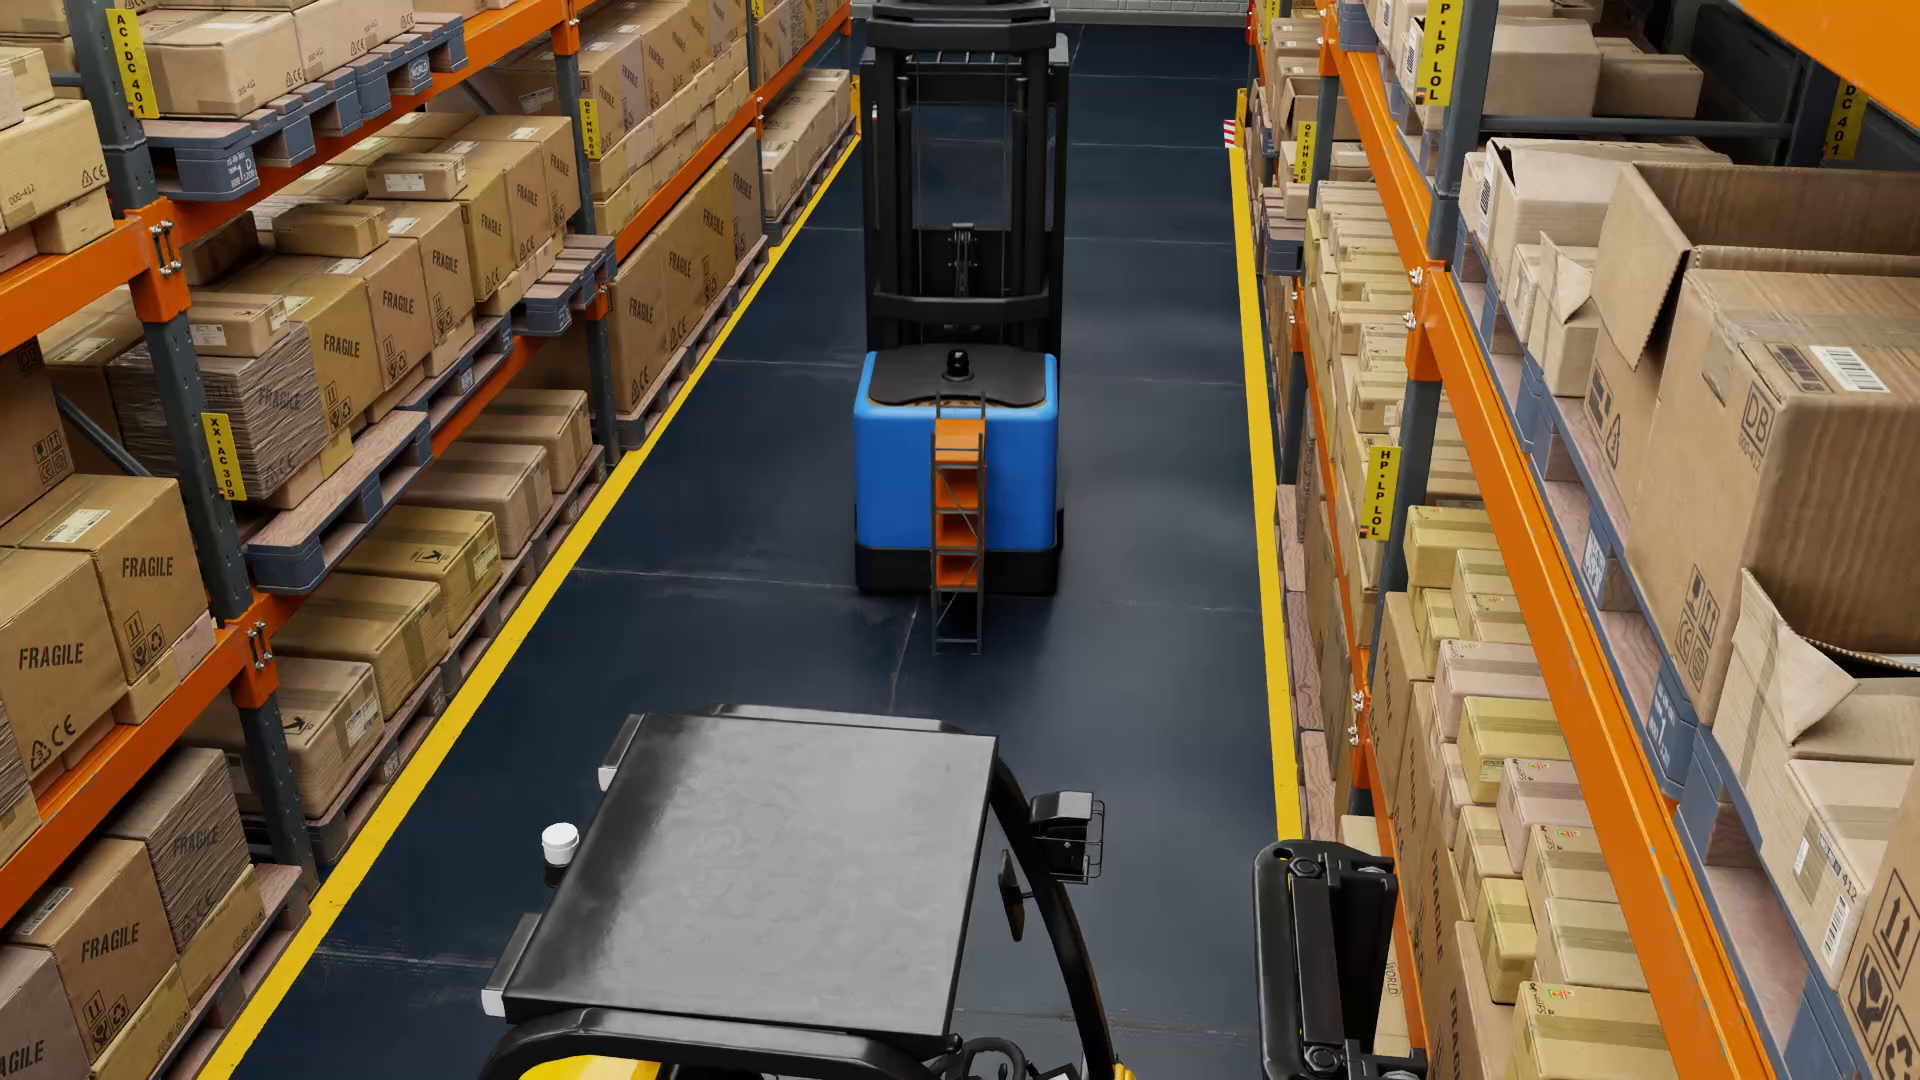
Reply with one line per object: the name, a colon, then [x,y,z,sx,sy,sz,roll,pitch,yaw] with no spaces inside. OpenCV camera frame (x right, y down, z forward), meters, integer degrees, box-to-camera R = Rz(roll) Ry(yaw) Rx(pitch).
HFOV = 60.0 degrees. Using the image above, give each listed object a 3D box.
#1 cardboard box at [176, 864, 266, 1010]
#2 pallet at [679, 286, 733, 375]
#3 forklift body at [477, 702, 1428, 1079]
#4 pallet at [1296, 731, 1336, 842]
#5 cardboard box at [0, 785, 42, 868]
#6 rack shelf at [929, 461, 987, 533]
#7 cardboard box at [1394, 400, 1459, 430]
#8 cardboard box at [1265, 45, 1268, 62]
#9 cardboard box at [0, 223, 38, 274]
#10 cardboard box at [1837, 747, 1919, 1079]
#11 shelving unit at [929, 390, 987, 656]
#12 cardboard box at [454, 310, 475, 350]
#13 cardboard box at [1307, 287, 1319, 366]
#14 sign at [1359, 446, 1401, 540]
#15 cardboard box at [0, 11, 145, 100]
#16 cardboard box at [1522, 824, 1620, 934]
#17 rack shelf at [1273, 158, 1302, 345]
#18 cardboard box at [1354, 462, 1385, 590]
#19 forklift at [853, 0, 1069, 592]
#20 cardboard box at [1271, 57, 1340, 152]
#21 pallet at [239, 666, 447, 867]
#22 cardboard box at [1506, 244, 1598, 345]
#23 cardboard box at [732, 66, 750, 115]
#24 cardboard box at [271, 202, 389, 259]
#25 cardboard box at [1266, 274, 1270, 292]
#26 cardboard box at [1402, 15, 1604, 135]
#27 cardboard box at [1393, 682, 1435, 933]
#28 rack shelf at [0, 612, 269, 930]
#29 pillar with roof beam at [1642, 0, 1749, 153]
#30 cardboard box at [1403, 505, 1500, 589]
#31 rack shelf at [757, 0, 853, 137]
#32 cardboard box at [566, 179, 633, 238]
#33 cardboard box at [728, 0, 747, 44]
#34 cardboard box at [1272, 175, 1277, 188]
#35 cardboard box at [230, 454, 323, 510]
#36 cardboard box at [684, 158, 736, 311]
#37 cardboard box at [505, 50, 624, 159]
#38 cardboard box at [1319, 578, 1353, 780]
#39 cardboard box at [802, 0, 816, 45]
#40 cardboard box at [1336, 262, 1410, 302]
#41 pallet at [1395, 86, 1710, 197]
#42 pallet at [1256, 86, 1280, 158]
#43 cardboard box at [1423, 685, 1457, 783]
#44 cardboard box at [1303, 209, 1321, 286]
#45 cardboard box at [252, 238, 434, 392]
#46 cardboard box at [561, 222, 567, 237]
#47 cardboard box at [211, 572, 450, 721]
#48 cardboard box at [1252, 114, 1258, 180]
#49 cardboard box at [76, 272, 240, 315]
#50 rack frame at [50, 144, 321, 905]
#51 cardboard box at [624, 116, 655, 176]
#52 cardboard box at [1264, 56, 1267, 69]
cardboard box: [-2.872,1.389,5.965,0.500,0.250,0.500,5,29,9]
pallet: [-2.252,-1.525,11.858,1.003,0.211,1.213,3,28,6]
forklift body: [-0.208,1.614,3.986,2.313,2.155,1.214,3,28,6]
pallet: [1.912,1.235,6.735,1.003,0.211,1.213,3,28,6]
cardboard box: [-2.924,0.828,4.816,0.380,0.149,0.250,3,28,5]
rack shelf: [-0.006,-0.216,8.055,0.258,0.148,0.480,1,28,2]
cardboard box: [1.778,-0.382,6.007,0.380,0.149,0.250,3,28,6]
cardboard box: [2.708,-3.965,13.292,0.500,0.250,0.500,3,29,6]
cardboard box: [-2.920,-0.860,4.787,0.380,0.149,0.250,4,29,7]
cardboard box: [1.183,0.423,1.486,0.500,0.500,0.500,4,29,8]
shelving unit: [-0.006,-0.078,8.129,0.258,1.200,0.503,1,28,2]
cardboard box: [-2.494,-0.986,7.739,0.380,0.149,0.250,2,28,5]
cardboard box: [1.987,-1.029,8.156,0.500,0.250,0.500,3,28,5]
sign: [1.321,-0.146,5.220,0.100,0.325,0.005,3,28,6]
cardboard box: [-3.138,-1.653,5.709,0.500,0.250,0.500,3,28,5]
cardboard box: [1.435,0.758,3.578,0.380,0.149,0.250,3,29,6]
rack shelf: [2.596,-2.151,10.839,1.077,0.370,4.000,3,28,6]
cardboard box: [1.667,-0.044,5.800,0.500,0.250,0.500,3,28,5]
forklift: [0.032,-1.684,9.286,1.130,2.935,3.031,1,28,2]
cardboard box: [2.400,-2.810,10.756,0.700,0.500,0.500,3,28,6]
pallet: [-2.972,0.931,7.300,1.003,0.211,1.213,3,28,6]
cardboard box: [1.410,-0.527,3.620,0.380,0.149,0.250,4,29,8]
cardboard box: [-1.890,-3.404,12.565,0.500,0.250,0.500,3,28,5]
cardboard box: [-2.626,-1.294,6.944,0.380,0.149,0.250,5,29,9]
cardboard box: [2.503,-2.028,12.045,0.500,0.500,0.500,3,28,6]
cardboard box: [1.708,-1.509,5.271,0.500,0.311,0.500,2,28,5]
cardboard box: [1.500,0.752,4.586,0.500,0.500,0.500,4,29,7]
rack shelf: [-3.311,1.328,4.381,1.077,0.370,4.000,3,28,6]
pillar with roof beam: [-1.187,-3.752,6.726,9.100,9.000,0.400,3,28,6]
cardboard box: [1.527,0.028,4.932,0.380,0.149,0.250,4,29,7]
rack shelf: [-1.841,-4.321,14.866,1.077,0.370,4.000,3,28,6]
cardboard box: [-2.266,-1.963,9.889,0.500,0.250,0.500,3,28,5]
cardboard box: [-1.891,-3.956,12.270,0.500,0.500,0.500,4,29,8]
cardboard box: [2.533,-2.626,12.471,0.380,0.149,0.250,5,29,9]
cardboard box: [-2.685,-0.247,6.367,0.380,0.149,0.250,4,29,7]
cardboard box: [-2.185,-2.224,12.012,0.875,0.875,0.875,4,29,8]
cardboard box: [-2.273,-2.515,9.597,0.500,0.500,0.500,2,28,5]
cardboard box: [2.016,0.606,7.024,0.875,0.625,0.625,3,28,6]
cardboard box: [-1.572,-4.659,14.629,0.500,0.500,0.500,4,29,8]
cardboard box: [1.872,-1.115,7.368,0.380,0.149,0.250,4,29,7]
pallet: [1.956,-1.296,5.532,0.805,0.209,1.217,2,28,4]
pallet: [2.635,-2.955,11.775,1.003,0.211,1.213,3,28,6]
cardboard box: [1.422,0.519,4.334,0.380,0.149,0.250,4,29,7]
cardboard box: [2.029,-1.487,8.479,0.500,0.250,0.500,3,28,6]
cardboard box: [-2.589,-0.962,7.011,0.500,0.500,0.500,3,28,6]
cardboard box: [-2.382,-1.720,9.101,0.380,0.149,0.250,4,29,8]
cardboard box: [-2.919,0.456,7.569,0.950,0.372,0.625,5,29,9]
cardboard box: [2.855,-3.451,14.686,0.500,0.500,0.500,4,29,7]
cardboard box: [-3.178,-0.755,6.626,0.500,0.500,0.500,4,29,6]
rack frame: [-3.066,0.070,5.958,1.000,3.000,0.127,3,28,6]
cardboard box: [-2.204,-2.435,10.238,0.500,0.250,0.500,4,29,7]
cardboard box: [2.710,-3.955,13.693,0.380,0.149,0.250,3,28,5]
